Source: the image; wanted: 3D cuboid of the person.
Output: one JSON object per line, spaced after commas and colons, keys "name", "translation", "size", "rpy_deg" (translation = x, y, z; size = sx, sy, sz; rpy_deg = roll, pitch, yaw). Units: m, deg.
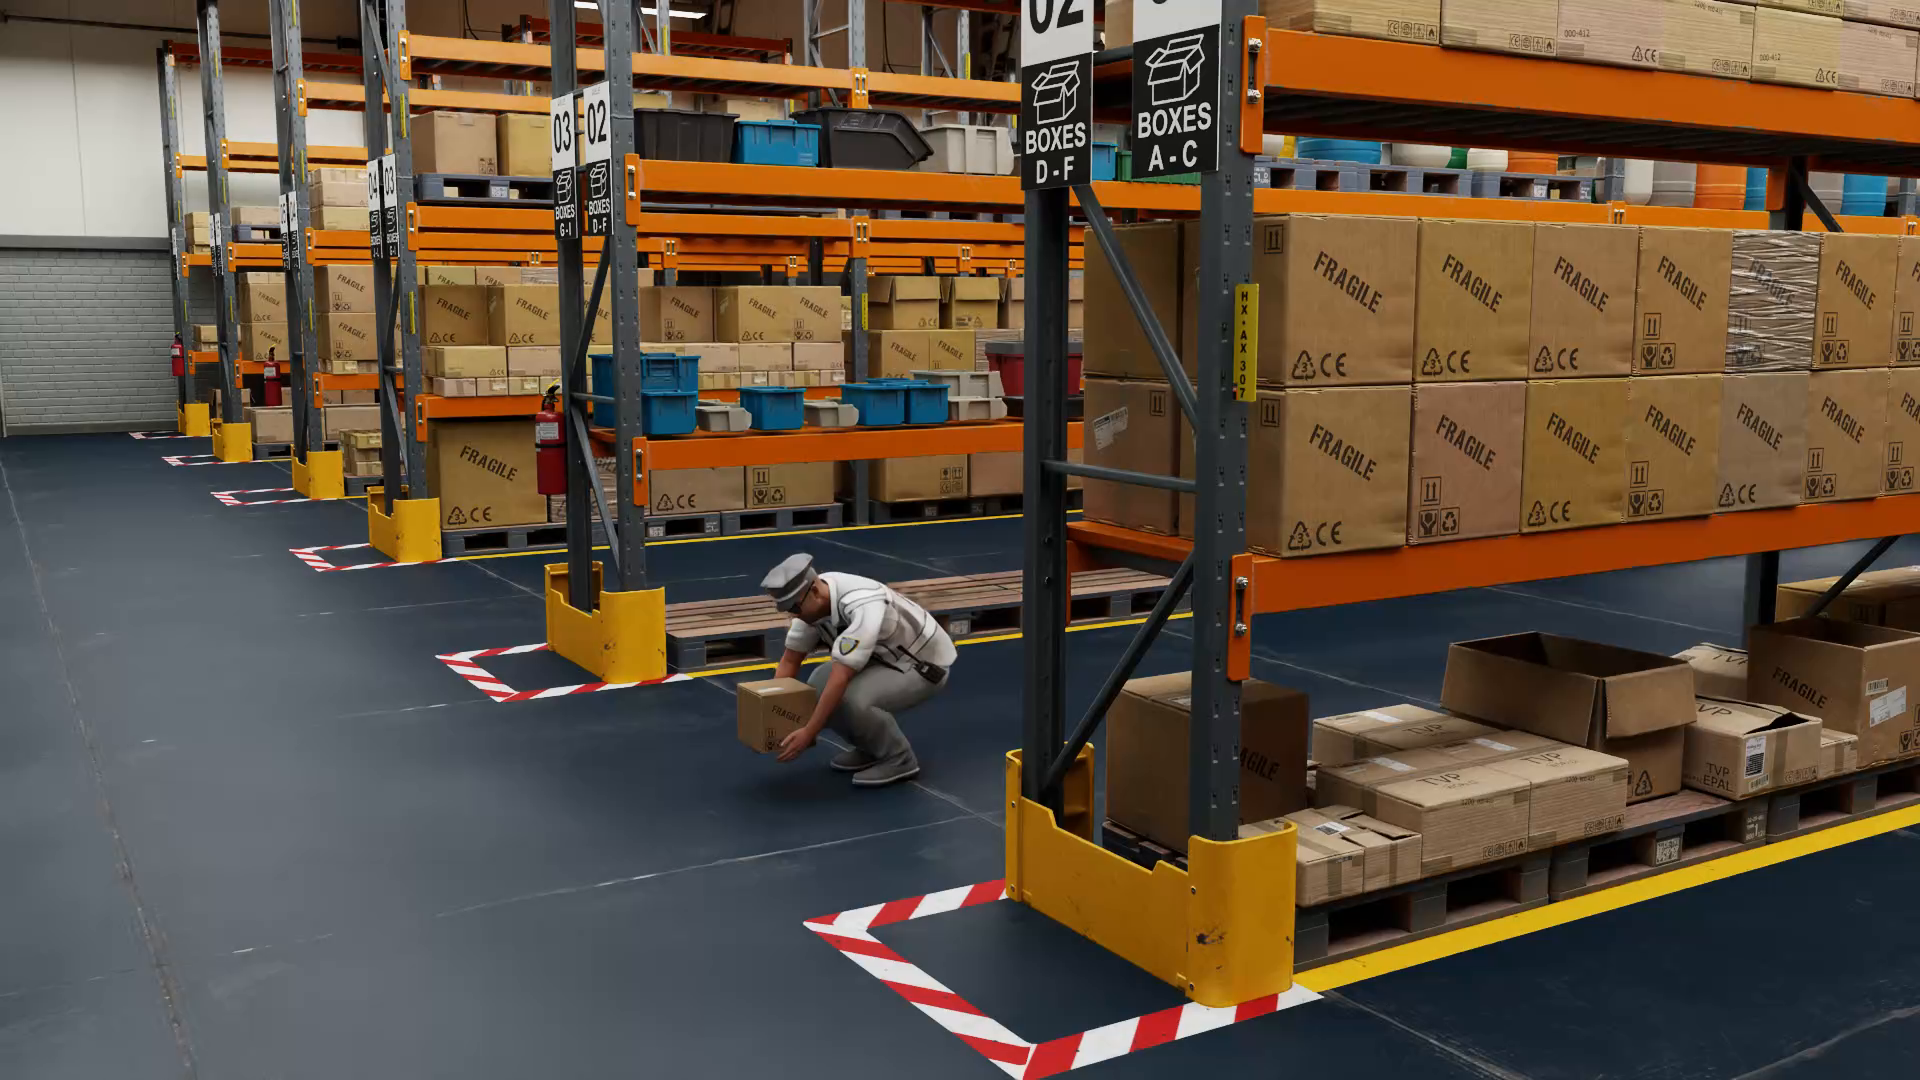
{"name": "person", "translation": [-0.444, 0.539, 7.155], "size": [0.912, 1.014, 0.565], "rpy_deg": [-5, 9, -31]}
